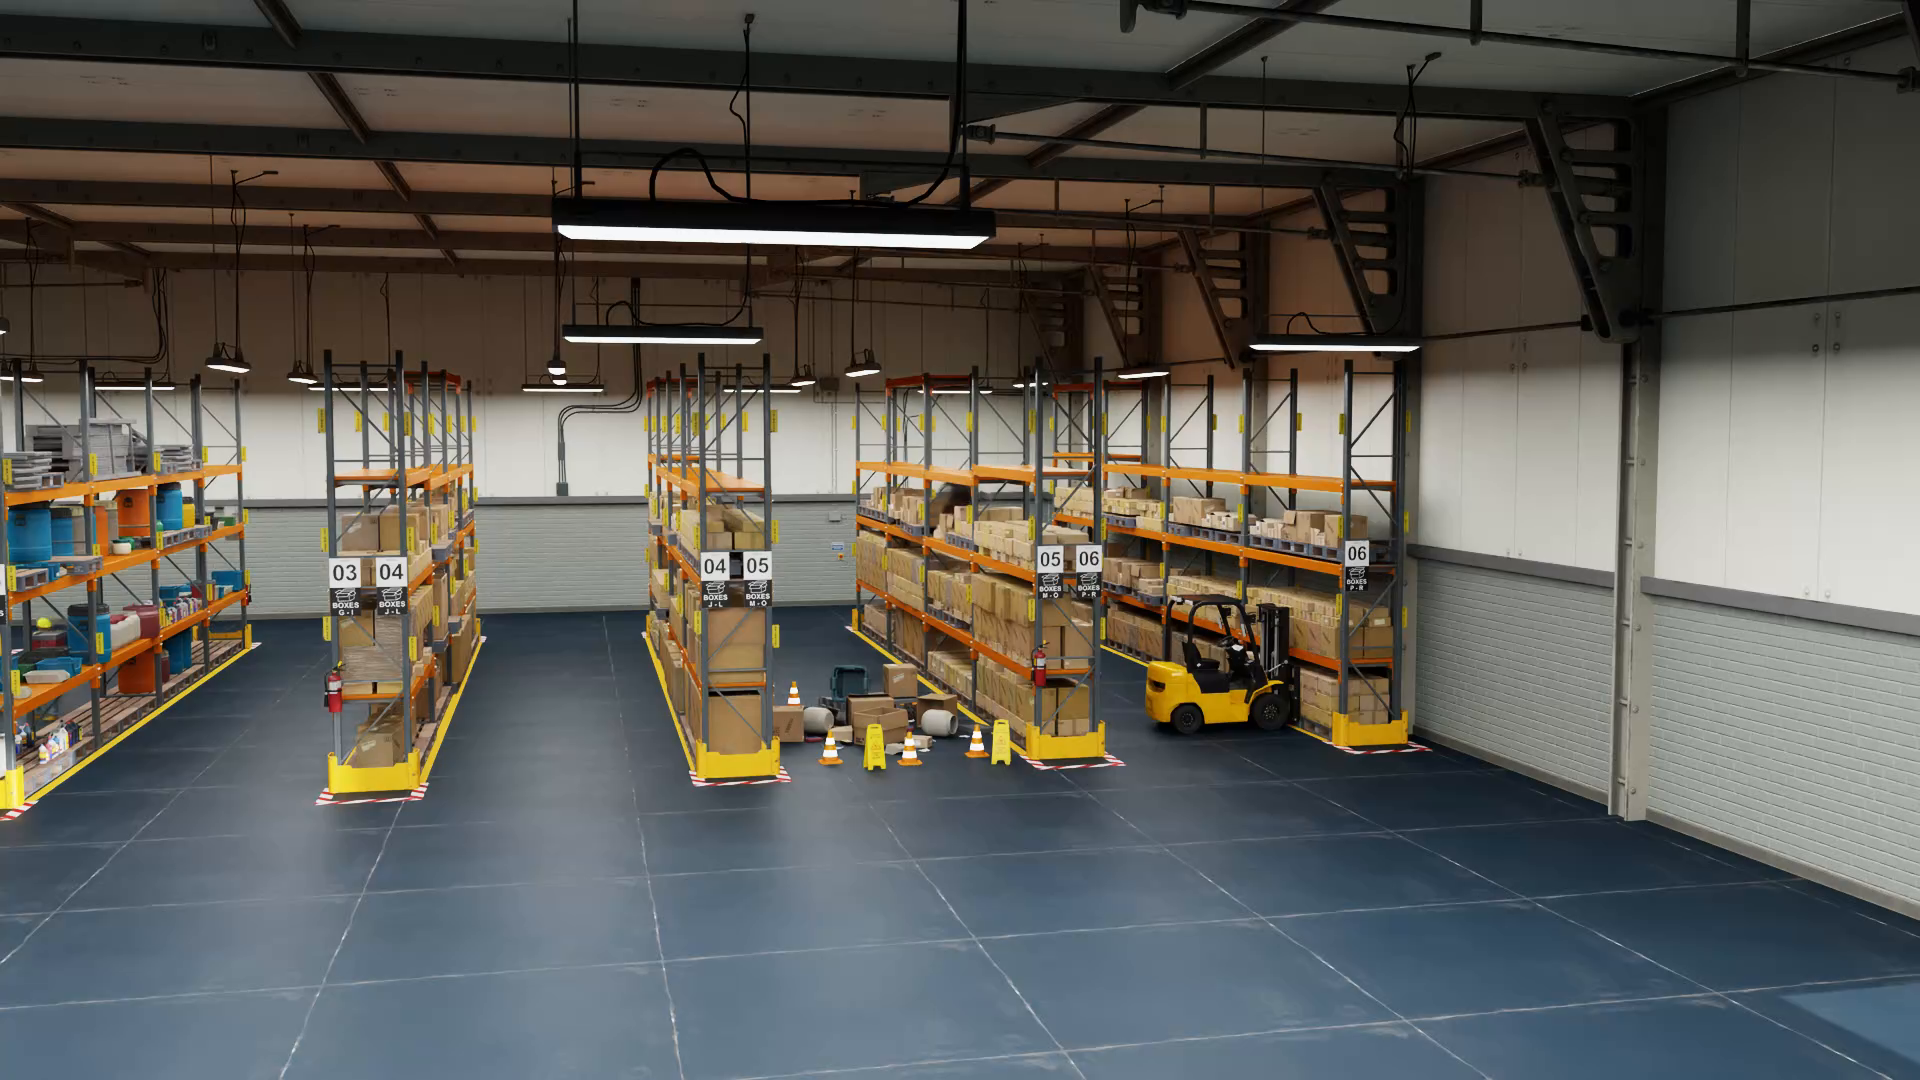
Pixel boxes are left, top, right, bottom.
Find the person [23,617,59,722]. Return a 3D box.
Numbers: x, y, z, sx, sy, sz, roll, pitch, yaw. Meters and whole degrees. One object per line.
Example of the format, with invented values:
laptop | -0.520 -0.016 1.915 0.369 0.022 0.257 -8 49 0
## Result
person | -15.430 2.187 28.024 0.633 1.788 0.475 -2 4 -23
